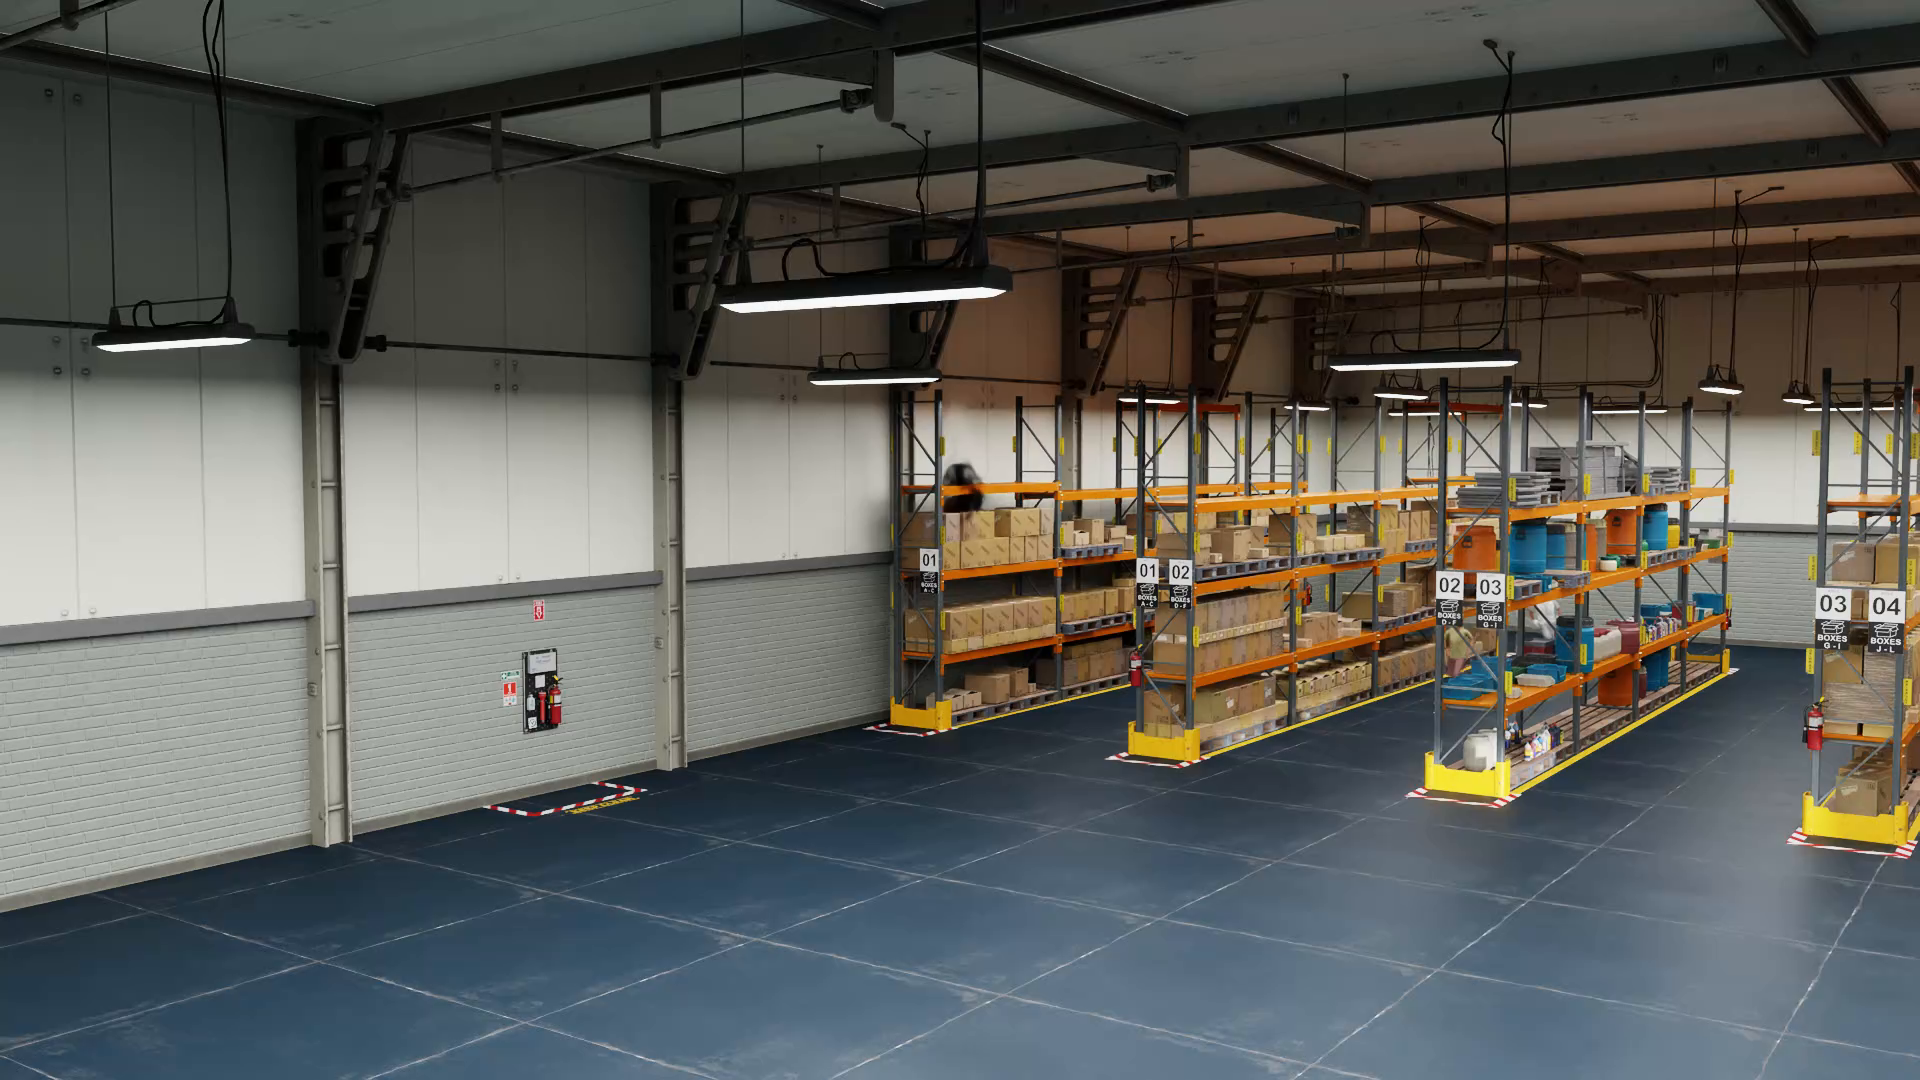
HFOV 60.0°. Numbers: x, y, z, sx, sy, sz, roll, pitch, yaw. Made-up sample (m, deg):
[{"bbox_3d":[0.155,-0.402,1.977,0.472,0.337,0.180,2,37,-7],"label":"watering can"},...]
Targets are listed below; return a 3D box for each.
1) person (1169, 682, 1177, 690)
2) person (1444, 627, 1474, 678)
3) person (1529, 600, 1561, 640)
[{"bbox_3d":[4.091,2.328,31.012,0.733,1.695,1.106,2,4,28],"label":"person"},{"bbox_3d":[9.848,2.333,32.954,0.603,1.658,0.887,2,4,26],"label":"person"},{"bbox_3d":[13.714,1.957,38.943,0.725,1.710,0.638,1,3,10],"label":"person"}]
